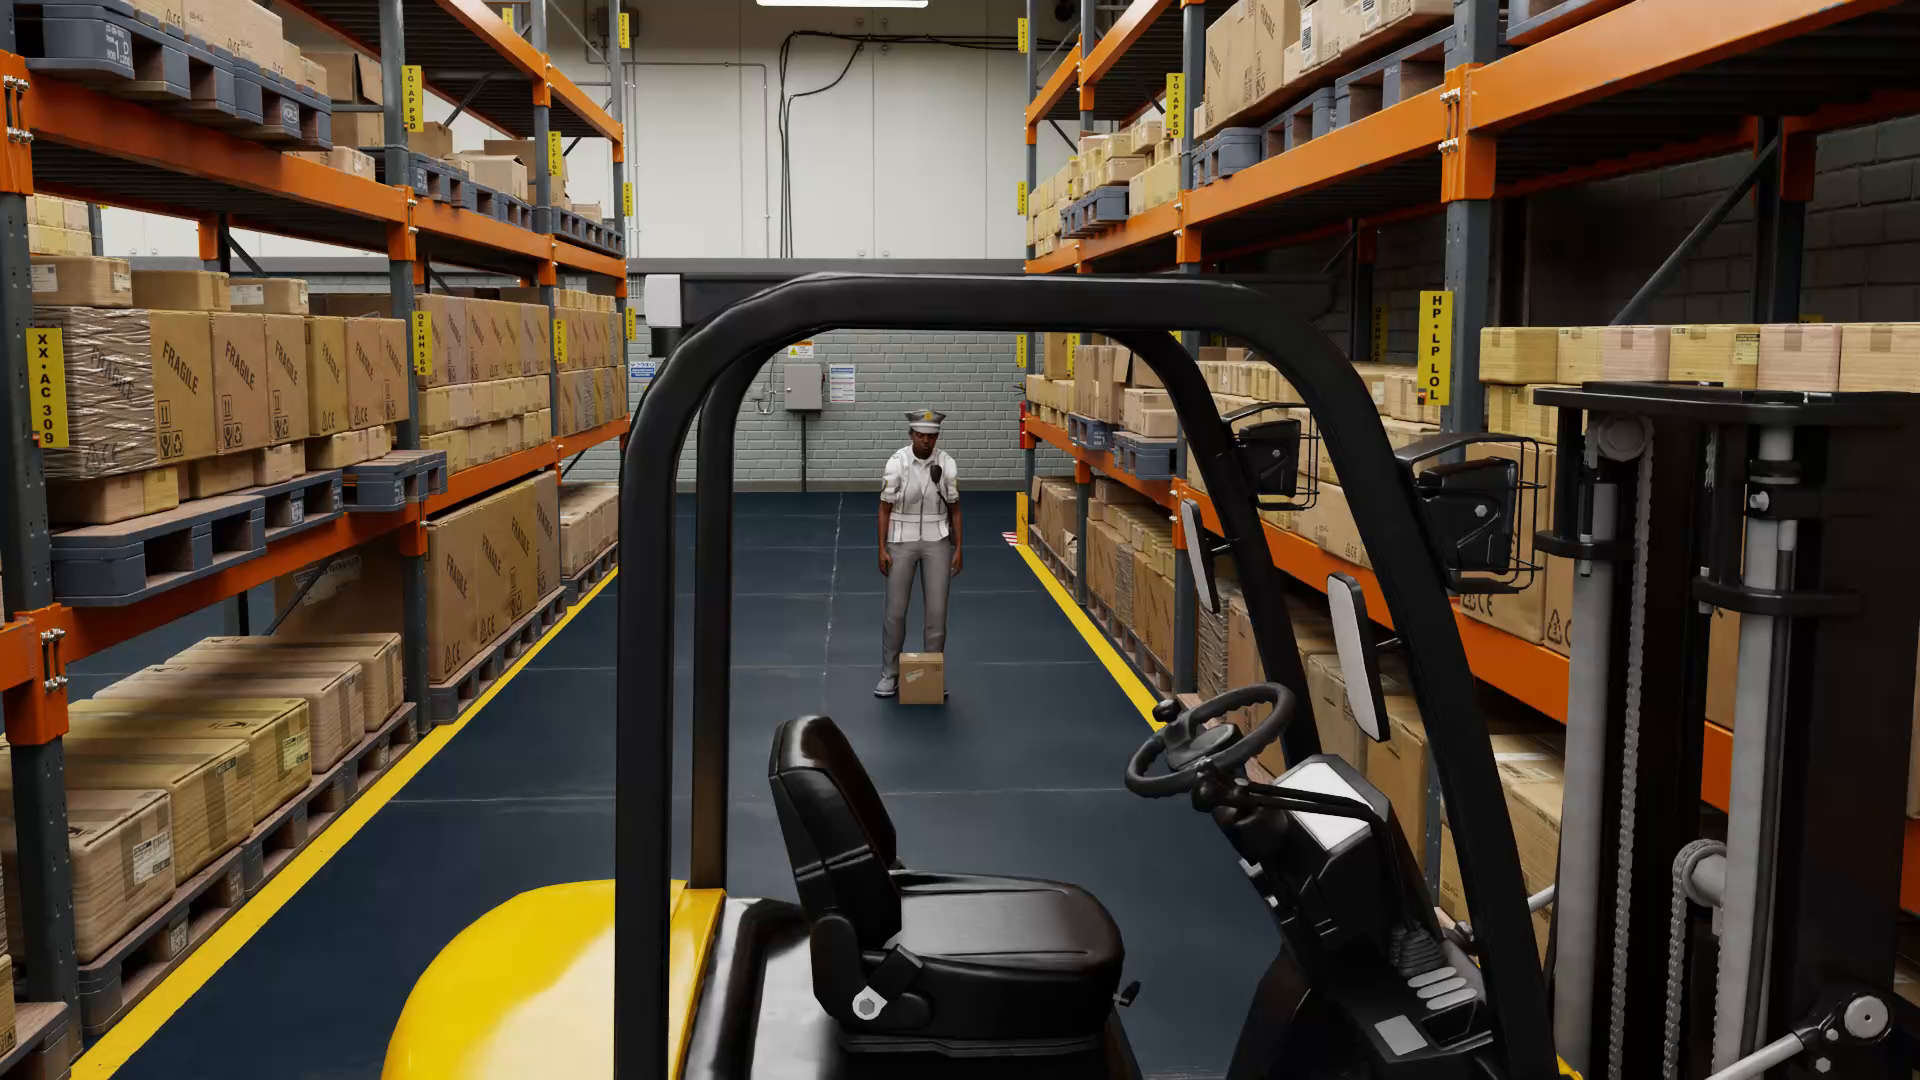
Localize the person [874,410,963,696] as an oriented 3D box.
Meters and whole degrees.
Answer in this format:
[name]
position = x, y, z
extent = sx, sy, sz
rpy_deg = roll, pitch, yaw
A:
[person]
position = -0.243, 0.067, 9.685
extent = 0.532, 1.664, 0.422
rpy_deg = -1, 7, -7
